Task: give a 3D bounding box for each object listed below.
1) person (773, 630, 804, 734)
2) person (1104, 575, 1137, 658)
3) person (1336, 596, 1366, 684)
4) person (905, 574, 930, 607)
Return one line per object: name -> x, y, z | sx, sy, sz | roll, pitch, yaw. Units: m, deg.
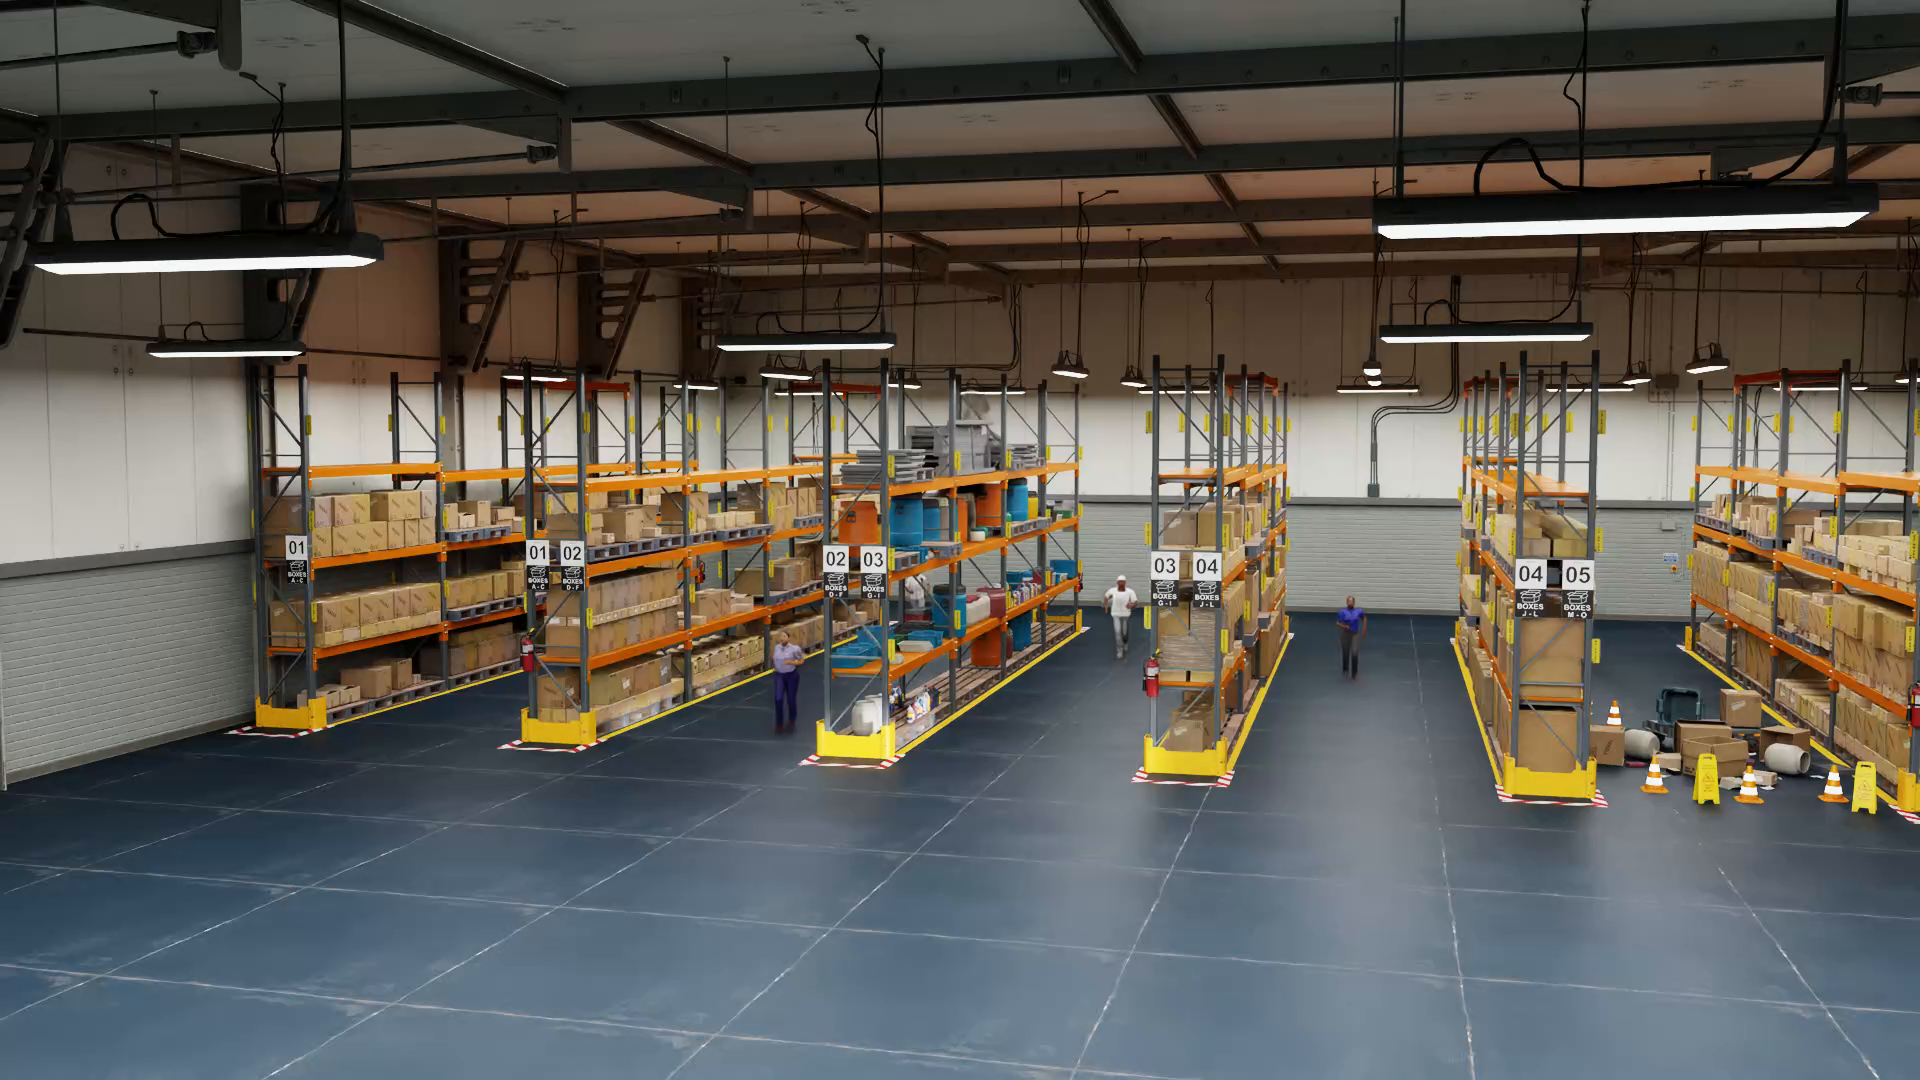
person -> -2.819, 2.322, 27.264 | 0.574, 1.719, 0.754 | 1, 4, 8
person -> 3.475, 1.629, 35.950 | 0.727, 1.736, 0.998 | 0, 4, 3
person -> 7.651, 1.947, 32.557 | 0.592, 1.732, 0.759 | 1, 4, 10
person -> -1.029, 1.432, 39.501 | 0.601, 1.717, 0.899 | 0, 4, 3
